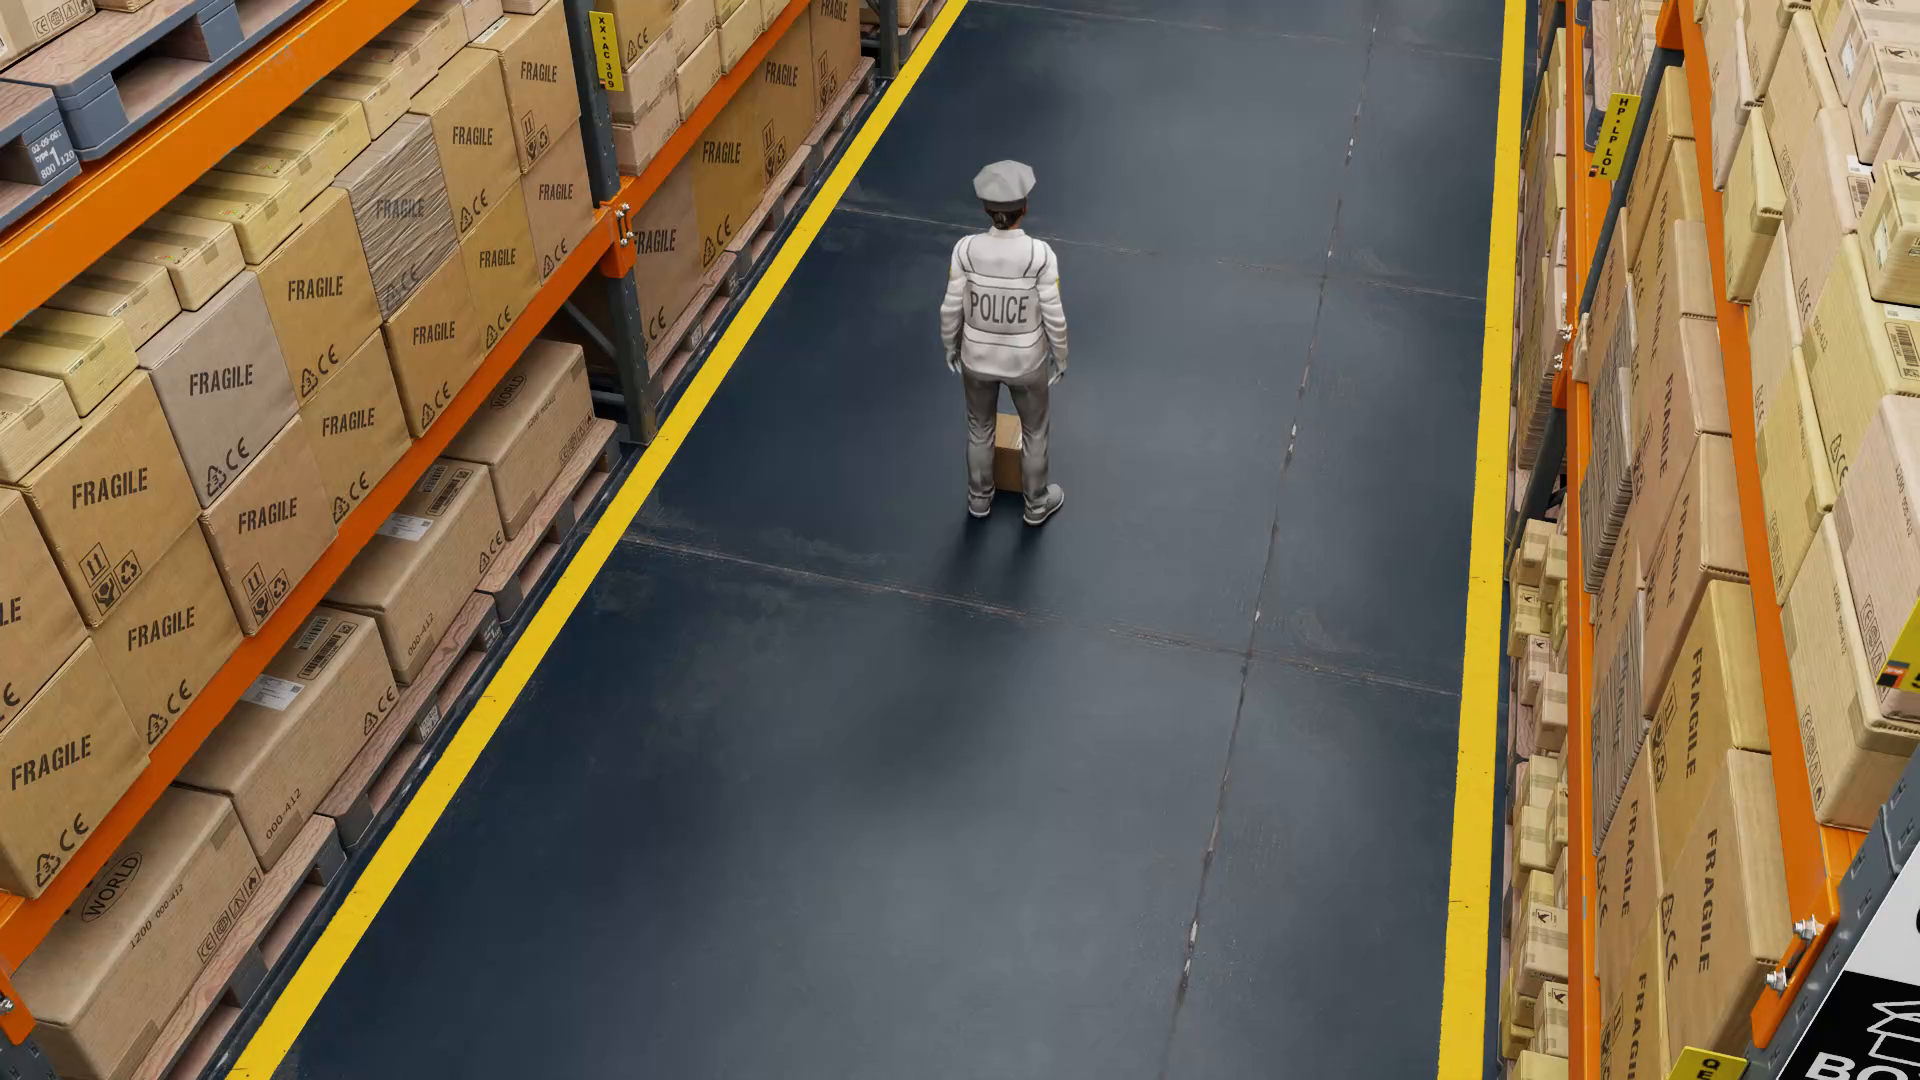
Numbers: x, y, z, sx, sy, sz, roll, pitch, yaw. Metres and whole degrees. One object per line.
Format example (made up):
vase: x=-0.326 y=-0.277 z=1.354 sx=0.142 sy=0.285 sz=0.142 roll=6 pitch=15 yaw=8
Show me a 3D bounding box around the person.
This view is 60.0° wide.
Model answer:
person: x=0.188 y=-0.779 z=7.042 sx=0.544 sy=1.666 sz=0.371 roll=8 pitch=42 yaw=9
